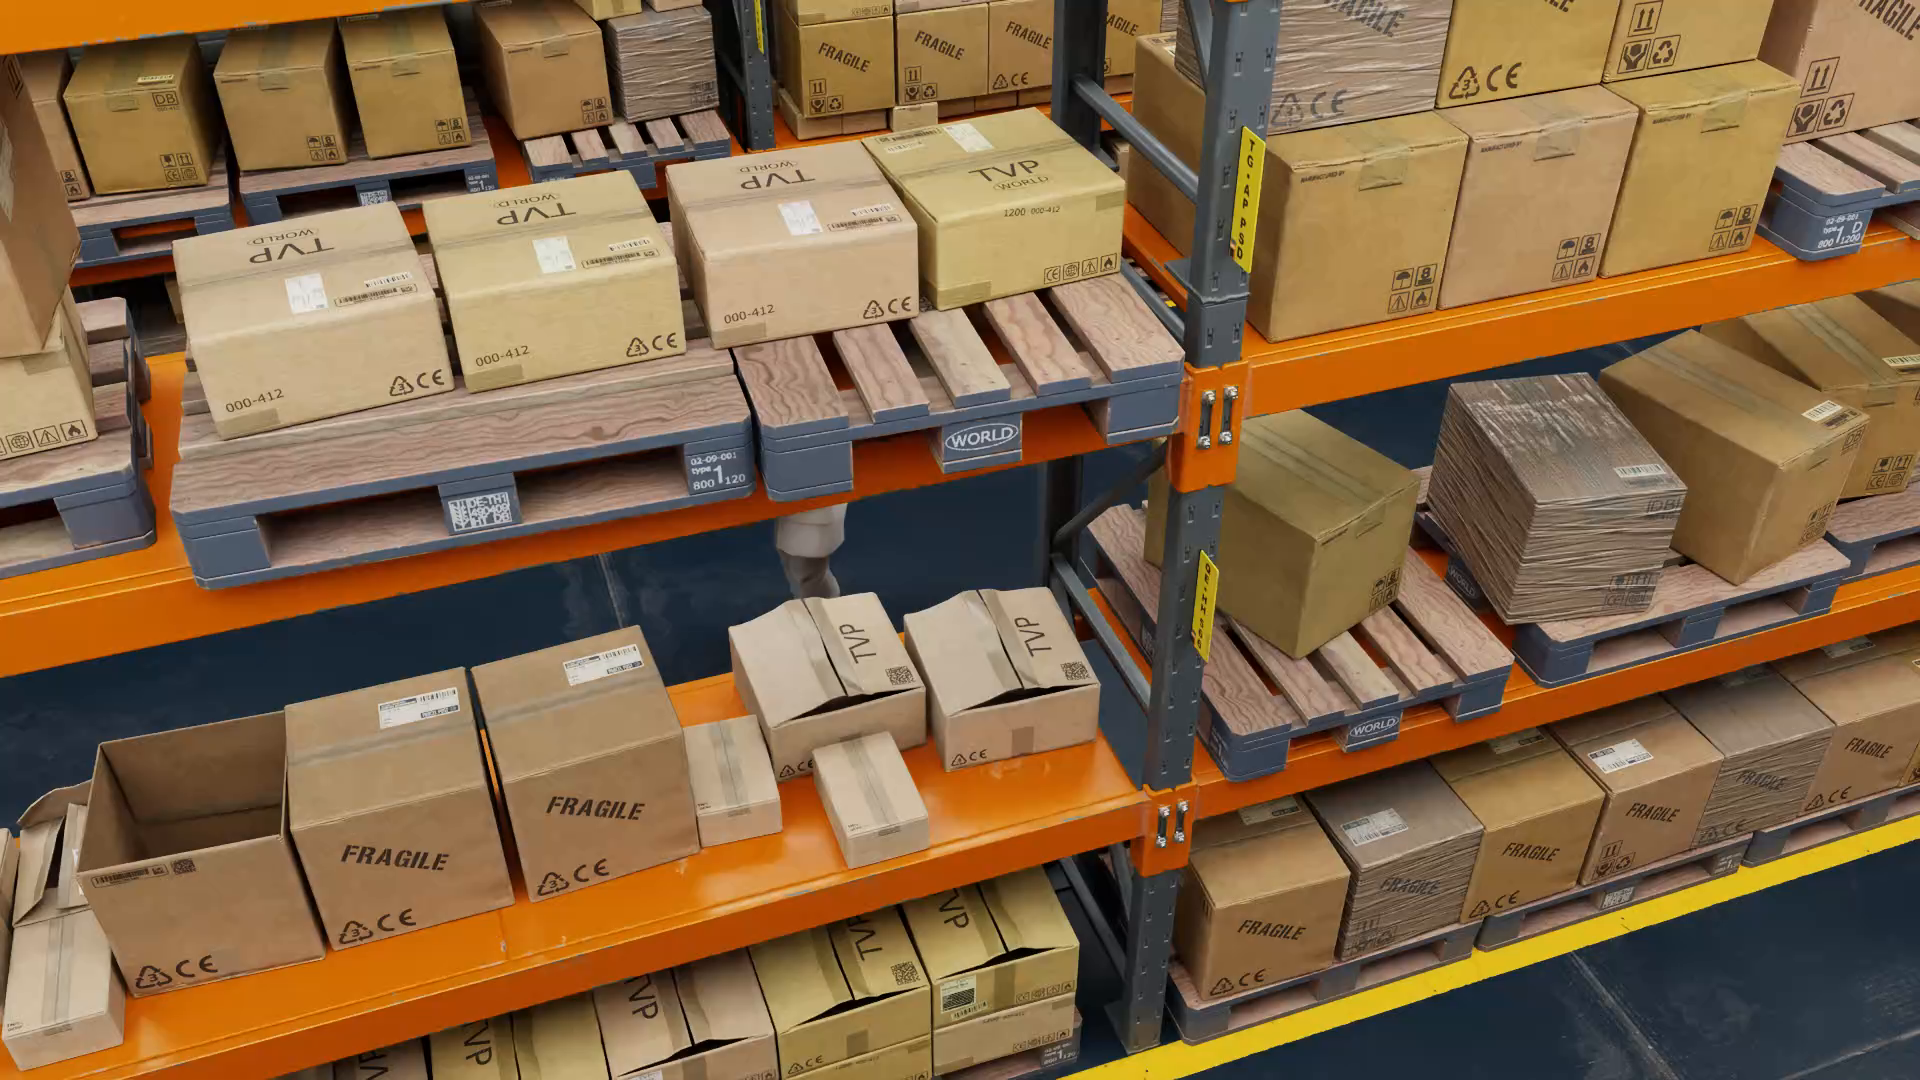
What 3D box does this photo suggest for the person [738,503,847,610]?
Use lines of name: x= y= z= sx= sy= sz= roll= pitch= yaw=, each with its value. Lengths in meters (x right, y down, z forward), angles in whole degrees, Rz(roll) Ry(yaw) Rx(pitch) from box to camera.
person: x=-0.763 y=-0.210 z=7.083 sx=0.574 sy=1.774 sz=0.532 roll=-13 pitch=39 yaw=-17
